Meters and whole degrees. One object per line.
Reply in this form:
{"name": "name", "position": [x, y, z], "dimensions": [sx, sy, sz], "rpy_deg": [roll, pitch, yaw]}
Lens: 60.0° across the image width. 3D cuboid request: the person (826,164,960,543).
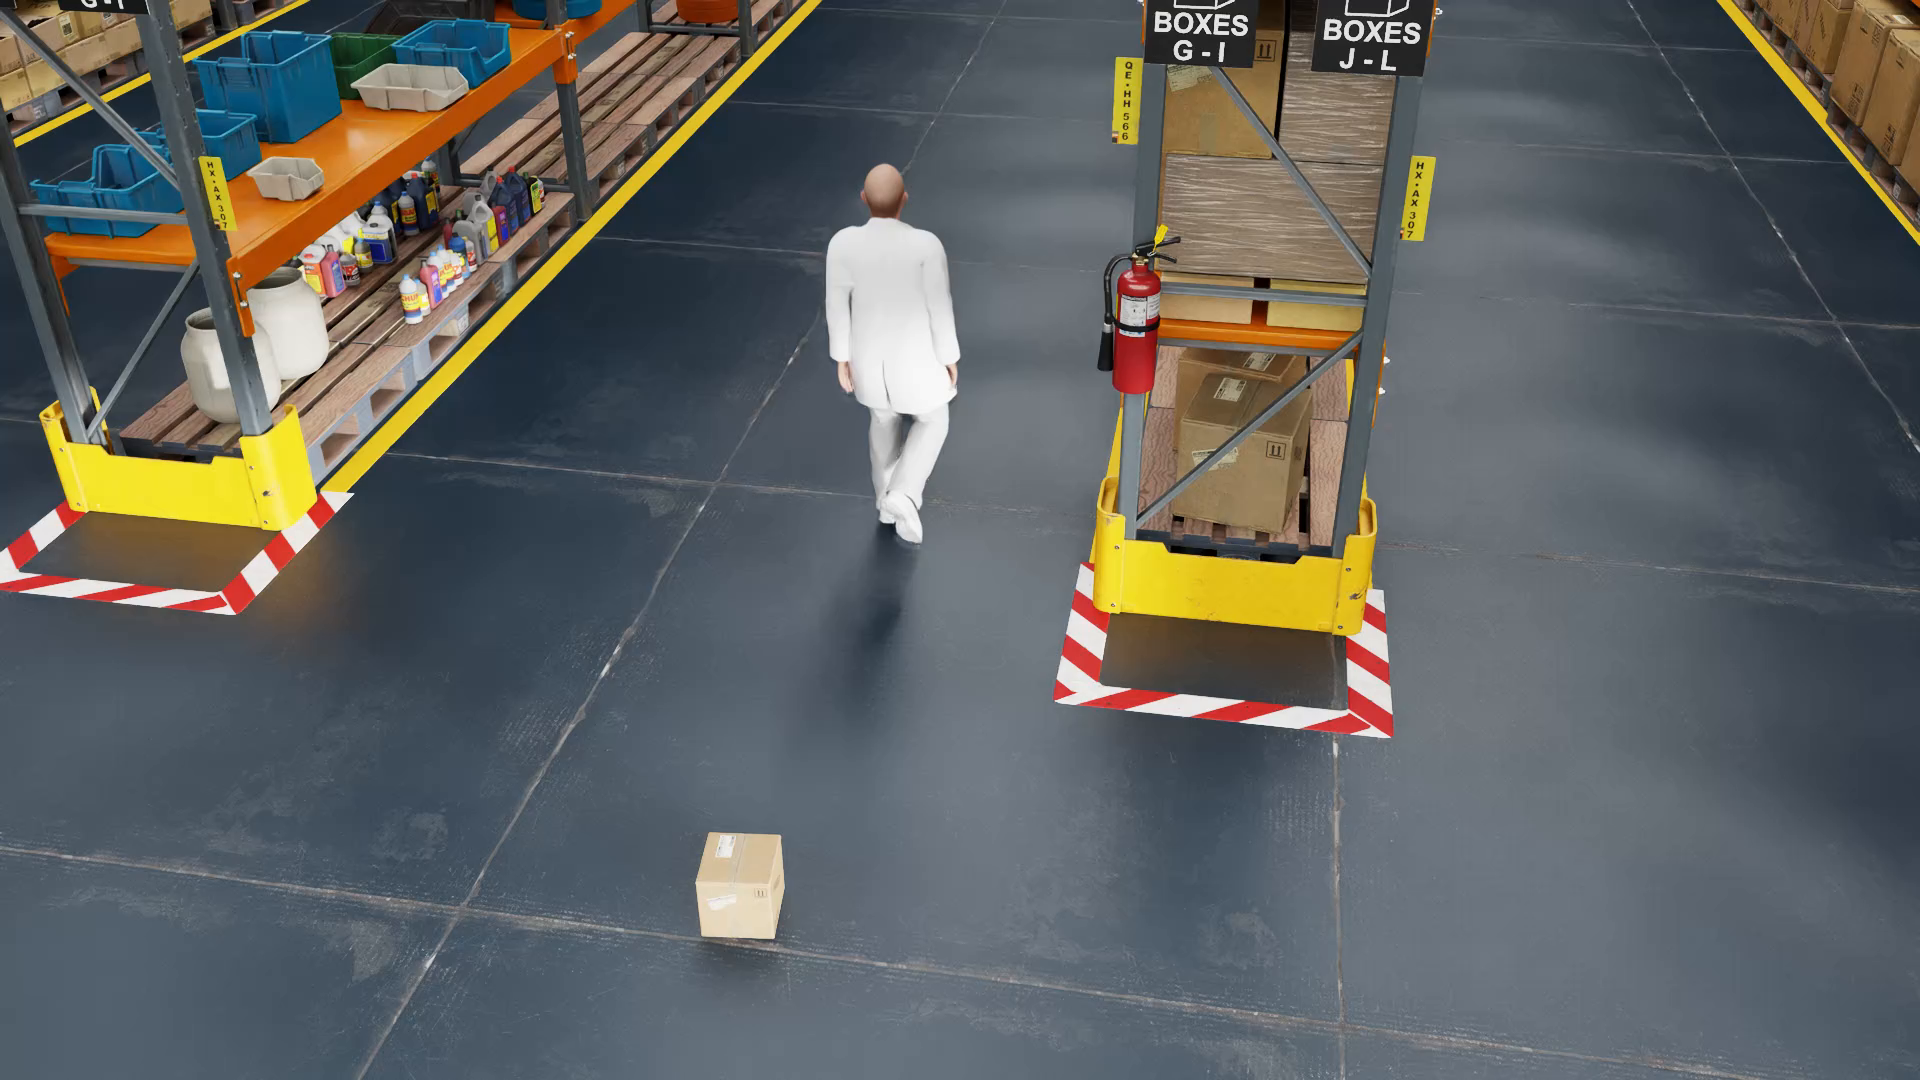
{"name": "person", "position": [-0.294, -0.815, 7.407], "dimensions": [0.591, 1.761, 0.731], "rpy_deg": [8, 33, 12]}
